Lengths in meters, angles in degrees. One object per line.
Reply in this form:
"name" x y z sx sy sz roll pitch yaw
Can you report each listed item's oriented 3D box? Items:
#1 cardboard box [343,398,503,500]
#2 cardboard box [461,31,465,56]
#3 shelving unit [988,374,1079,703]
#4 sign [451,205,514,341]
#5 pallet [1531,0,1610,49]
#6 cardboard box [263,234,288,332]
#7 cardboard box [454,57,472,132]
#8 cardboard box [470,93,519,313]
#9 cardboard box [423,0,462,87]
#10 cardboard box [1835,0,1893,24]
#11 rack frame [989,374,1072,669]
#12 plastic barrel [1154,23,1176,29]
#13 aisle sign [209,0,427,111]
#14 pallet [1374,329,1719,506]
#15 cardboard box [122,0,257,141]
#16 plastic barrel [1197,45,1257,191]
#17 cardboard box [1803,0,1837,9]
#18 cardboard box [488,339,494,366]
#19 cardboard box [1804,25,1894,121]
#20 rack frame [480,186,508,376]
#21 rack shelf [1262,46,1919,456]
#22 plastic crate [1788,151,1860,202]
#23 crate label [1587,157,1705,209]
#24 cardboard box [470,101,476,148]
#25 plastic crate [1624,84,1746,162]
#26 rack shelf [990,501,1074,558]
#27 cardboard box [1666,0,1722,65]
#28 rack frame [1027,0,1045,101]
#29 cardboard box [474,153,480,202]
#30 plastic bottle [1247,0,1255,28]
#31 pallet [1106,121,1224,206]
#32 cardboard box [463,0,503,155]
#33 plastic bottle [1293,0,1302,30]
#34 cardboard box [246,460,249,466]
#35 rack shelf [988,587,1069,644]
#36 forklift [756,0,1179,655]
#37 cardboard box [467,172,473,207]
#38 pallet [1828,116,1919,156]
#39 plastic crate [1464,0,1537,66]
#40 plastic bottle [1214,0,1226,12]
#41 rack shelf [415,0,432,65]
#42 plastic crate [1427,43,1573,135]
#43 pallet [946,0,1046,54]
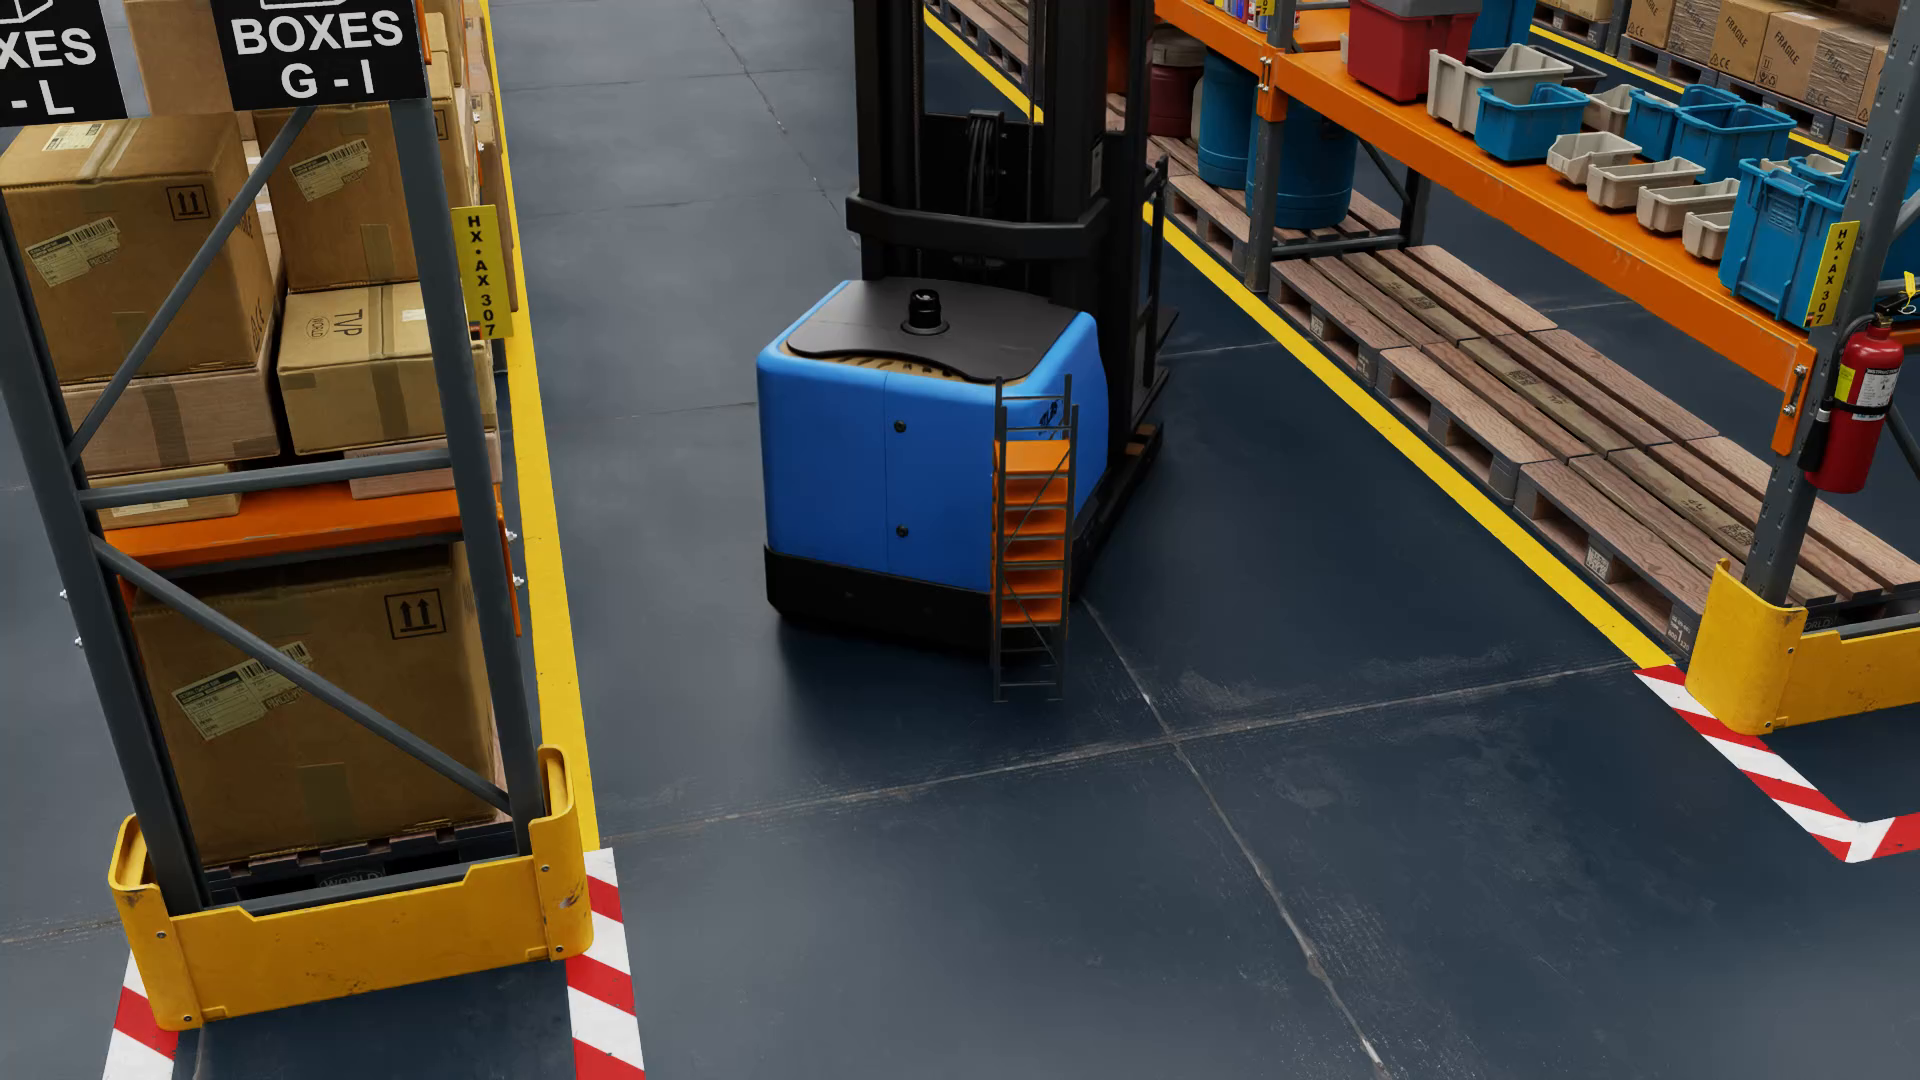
"cardboard box" -1.427 -0.248 4.436 0.380 0.149 0.250 -8 31 -13
"cardboard box" -2.728 -2.615 8.174 0.500 0.500 0.500 -8 31 -13
"shelving unit" 0.234 0.022 5.500 0.258 1.200 0.189 -2 36 -3
"sign" -1.115 -0.622 3.886 0.100 0.325 0.005 -8 31 -13
"pallet" 5.596 -4.517 14.343 1.003 0.211 1.213 -8 31 -13
"cardboard box" -2.170 -0.649 4.731 0.500 0.250 0.500 -8 31 -14
"cardboard box" -2.203 -1.710 6.562 0.500 0.250 0.500 -7 31 -12
"cardboard box" -2.902 -1.642 8.295 1.225 0.875 0.875 -8 31 -13
"cardboard box" -2.204 -2.033 6.372 0.500 0.500 0.500 -8 31 -13
"cardboard box" 6.546 -3.813 11.652 0.500 0.250 0.500 -8 31 -14
"rack frame" 0.228 -0.031 5.574 0.240 1.200 0.006 -2 36 -3
"plastic barrel" 1.383 -3.274 11.477 0.421 0.512 0.421 0 30 0
"aisle sign" -1.343 -1.272 3.358 0.394 0.787 0.004 -8 31 -13
"pallet" 2.622 -0.585 7.550 1.003 0.211 1.213 -8 31 -13
"cardboard box" -2.567 -1.707 5.809 0.500 0.500 0.500 -9 31 -15
"plastic barrel" 1.746 -2.613 9.945 0.600 0.901 0.708 -8 31 -13
"cardboard box" 6.389 -3.759 12.306 0.500 0.500 0.500 -9 31 -15
"cardboard box" -1.635 -0.622 5.080 0.380 0.149 0.250 -8 31 -14
"cardboard box" 6.176 -3.180 11.306 0.500 0.500 0.500 -7 31 -13
"rack frame" -2.713 -2.074 7.338 1.000 3.000 0.127 -8 31 -13
"rack shelf" 2.593 -1.455 6.988 1.077 0.370 4.000 -8 31 -13
"plastic crate" 3.201 -1.235 5.996 0.416 0.233 0.300 -8 31 -13
"crate label" 2.573 -1.355 6.300 0.396 0.136 0.243 -8 31 -13
"cardboard box" -2.247 -1.737 7.007 0.380 0.149 0.250 -7 31 -12
"plastic crate" 2.947 -1.698 6.796 0.416 0.233 0.300 -8 31 -13
"rack shelf" 0.234 -0.039 5.456 0.258 0.103 0.180 -2 36 -3
"cardboard box" 5.767 -3.920 12.584 0.500 0.500 0.500 -9 31 -15
"rack frame" 1.001 -4.664 11.814 1.000 3.000 0.127 -8 31 -13
"cardboard box" -2.043 -1.364 6.364 0.380 0.149 0.250 -7 31 -12
"plastic bottle" 1.589 -2.846 8.871 0.097 0.201 0.097 0 30 0
"pallet" 1.570 -2.494 10.848 1.003 0.211 1.213 -8 31 -13
"cardboard box" -3.612 -2.932 10.523 1.225 0.875 0.875 -9 31 -16
"plastic bottle" 1.761 -2.819 8.825 0.097 0.201 0.097 0 30 0
"cardboard box" -2.134 -0.287 4.502 0.380 0.149 0.250 -8 31 -13
"rack shelf" 0.232 0.253 5.667 0.258 0.103 0.180 -2 36 -3
"forklift" 0.259 -1.586 6.565 1.130 2.935 3.031 10 32 17
"cardboard box" -1.793 -0.967 5.279 0.500 0.250 0.500 -9 31 -15
"pallet" 6.587 -2.570 10.980 1.003 0.211 1.213 -8 31 -13
"plastic crate" 2.515 -2.571 8.154 0.392 0.384 0.575 -8 31 -13
"plastic bottle" 1.503 -3.111 9.180 0.144 0.351 0.185 -8 31 -13
"rack shelf" -2.182 -2.095 5.098 1.077 0.370 4.000 -8 31 -13
"plastic crate" 2.290 -1.945 7.174 0.437 0.282 0.530 -8 31 -13
"pallet" 0.512 -4.425 14.184 1.003 0.211 1.213 -8 31 -13
